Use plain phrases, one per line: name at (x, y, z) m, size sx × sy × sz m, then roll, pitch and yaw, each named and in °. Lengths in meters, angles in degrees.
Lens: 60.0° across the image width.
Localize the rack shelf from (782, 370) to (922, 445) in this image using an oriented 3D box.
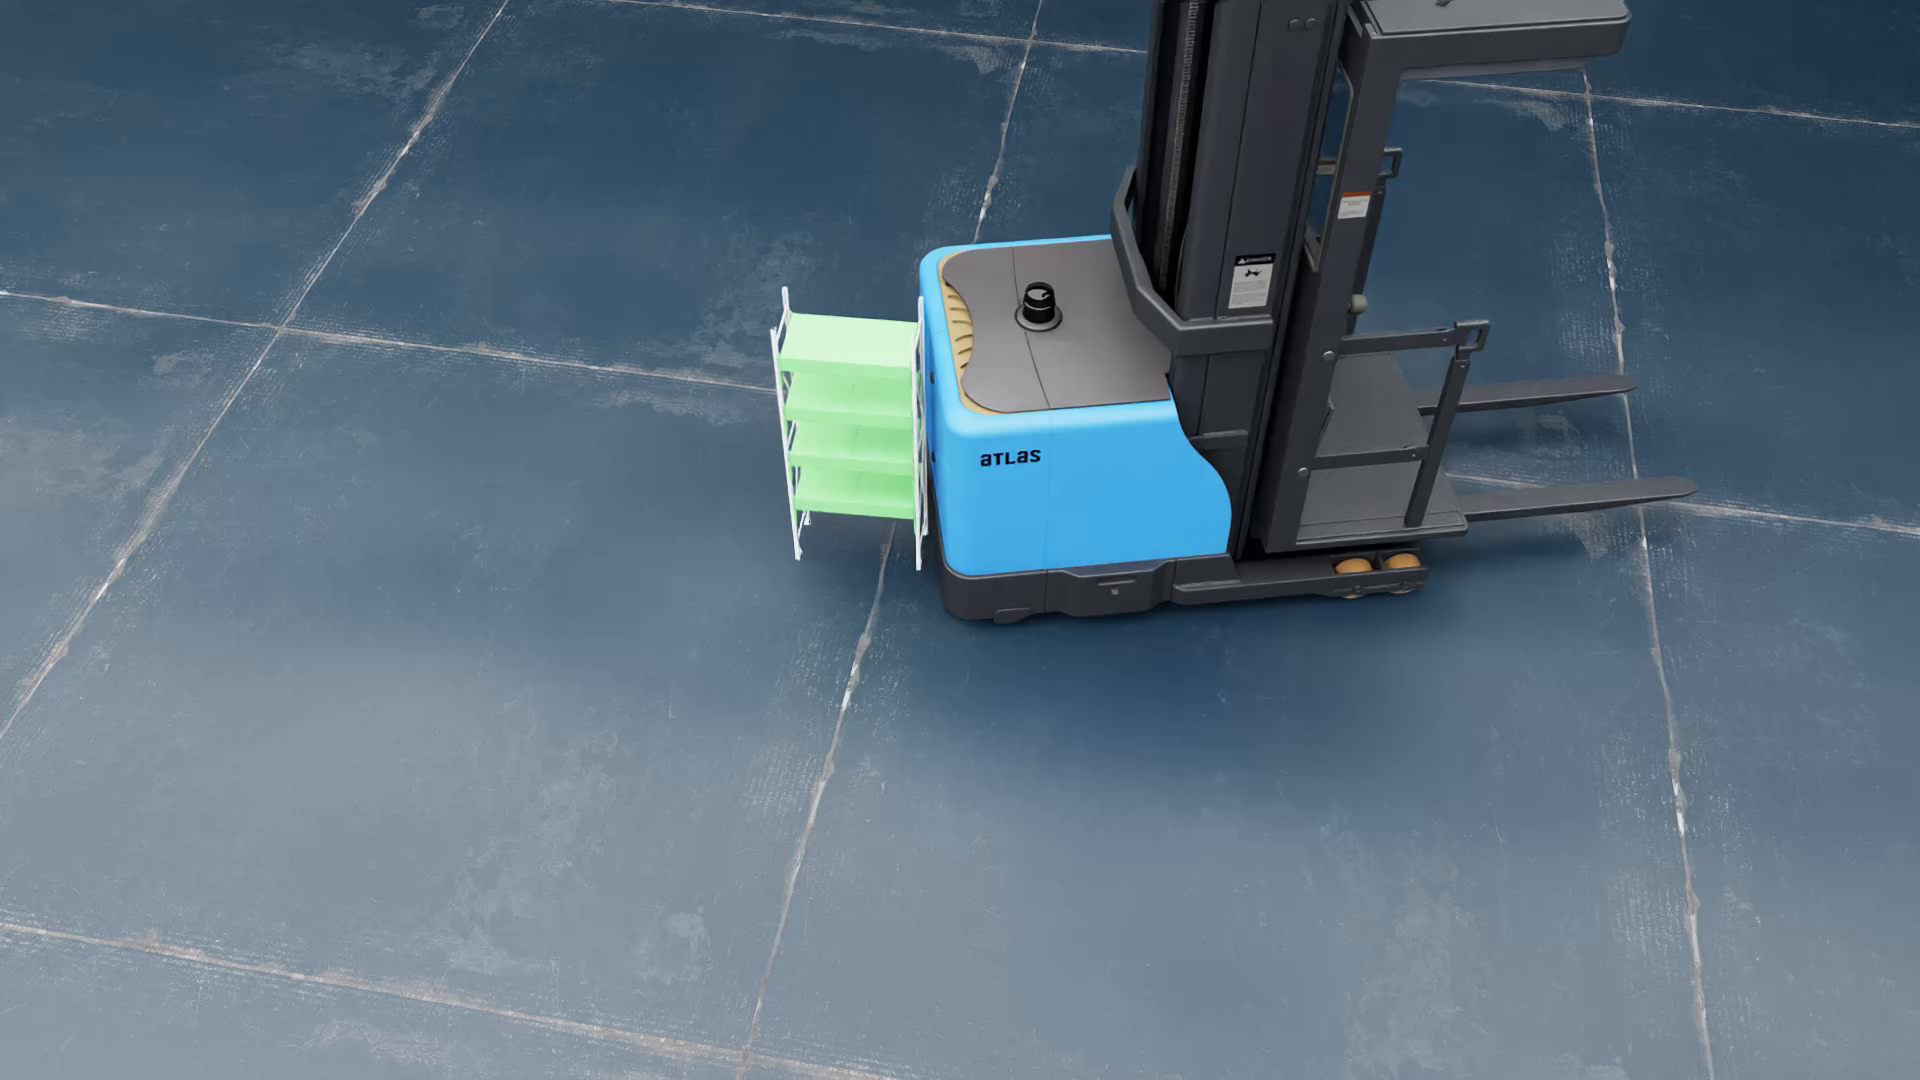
rack shelf at (-0.393, -0.507, 6.134) m, size 0.480 × 0.148 × 0.258 m, roll 5°, pitch 48°, yaw 4°

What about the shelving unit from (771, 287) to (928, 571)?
shelving unit at (-0.393, -0.390, 6.265) m, size 0.503 × 1.200 × 0.258 m, roll 5°, pitch 48°, yaw 4°

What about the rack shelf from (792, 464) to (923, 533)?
rack shelf at (-0.393, -0.187, 6.492) m, size 0.480 × 0.148 × 0.258 m, roll 5°, pitch 48°, yaw 4°

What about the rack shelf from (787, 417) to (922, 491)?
rack shelf at (-0.393, -0.347, 6.313) m, size 0.480 × 0.148 × 0.258 m, roll 5°, pitch 48°, yaw 4°

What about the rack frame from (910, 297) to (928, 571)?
rack frame at (-0.151, -0.369, 6.247) m, size 0.015 × 1.200 × 0.240 m, roll 5°, pitch 48°, yaw 4°

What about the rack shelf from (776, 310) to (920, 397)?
rack shelf at (-0.393, -0.668, 5.956) m, size 0.480 × 0.148 × 0.258 m, roll 5°, pitch 48°, yaw 4°

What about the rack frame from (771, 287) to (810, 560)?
rack frame at (-0.635, -0.410, 6.284) m, size 0.015 × 1.200 × 0.240 m, roll 5°, pitch 48°, yaw 4°

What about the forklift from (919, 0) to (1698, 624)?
forklift at (1.389, -1.140, 5.776) m, size 3.031 × 2.935 × 1.130 m, roll -5°, pitch 48°, yaw -5°
